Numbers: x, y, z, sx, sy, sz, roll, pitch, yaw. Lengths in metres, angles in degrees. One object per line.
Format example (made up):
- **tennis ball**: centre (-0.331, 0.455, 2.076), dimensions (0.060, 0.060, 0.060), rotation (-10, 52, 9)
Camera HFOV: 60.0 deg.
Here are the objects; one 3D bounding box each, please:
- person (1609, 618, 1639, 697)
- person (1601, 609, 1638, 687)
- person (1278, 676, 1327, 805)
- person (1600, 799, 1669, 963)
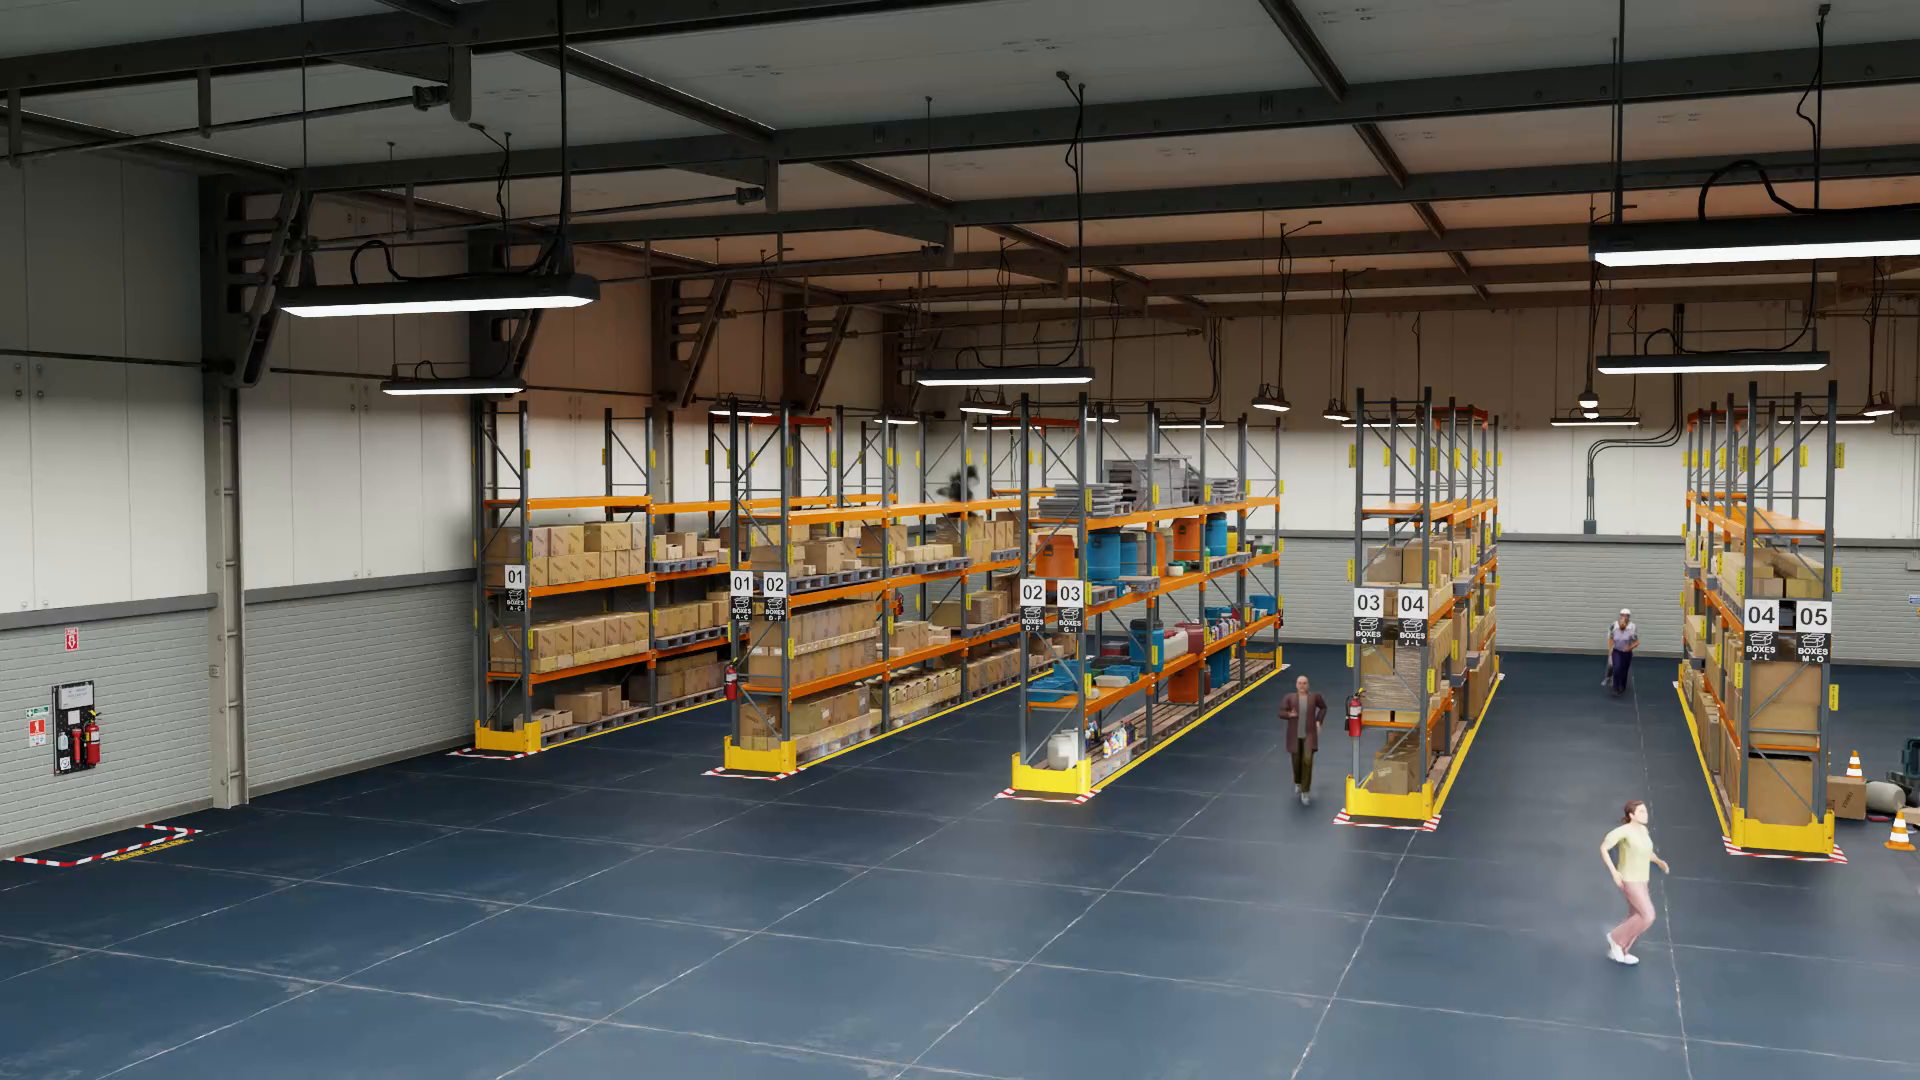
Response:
- **person**: centre (14.032, 2.464, 35.161), dimensions (0.601, 1.654, 0.798), rotation (1, 3, 25)
- **person**: centre (14.432, 2.357, 36.367), dimensions (0.722, 1.729, 0.654), rotation (1, 3, 24)
- **person**: centre (5.021, 2.908, 24.430), dimensions (0.694, 1.828, 0.839), rotation (1, 3, 16)
- **person**: centre (6.684, 3.376, 16.429), dimensions (0.587, 1.637, 0.549), rotation (-2, 4, -39)
